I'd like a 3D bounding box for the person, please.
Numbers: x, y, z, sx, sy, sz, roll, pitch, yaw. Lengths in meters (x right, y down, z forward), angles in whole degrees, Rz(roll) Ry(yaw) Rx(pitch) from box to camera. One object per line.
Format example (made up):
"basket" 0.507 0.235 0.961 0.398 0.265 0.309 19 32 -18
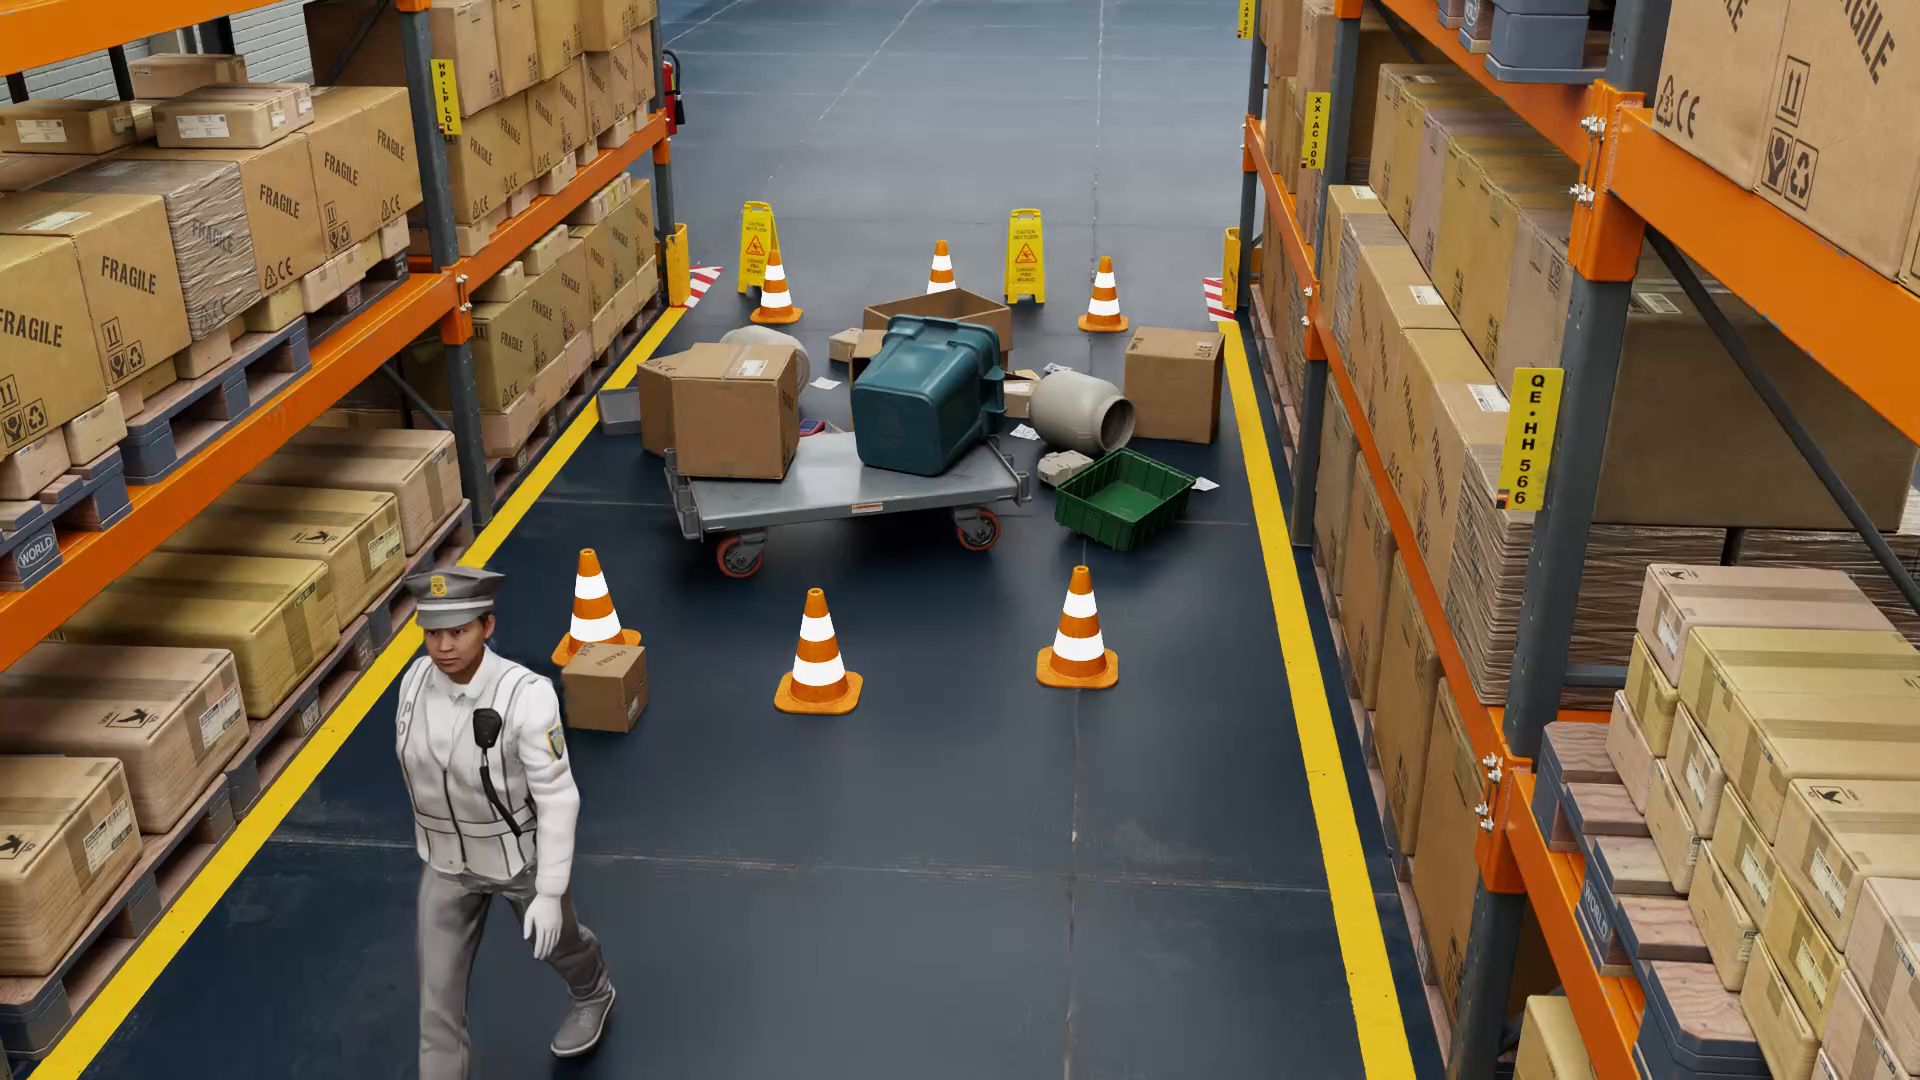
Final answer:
"person" -1.215 0.831 4.225 0.521 1.634 0.981 5 25 10
